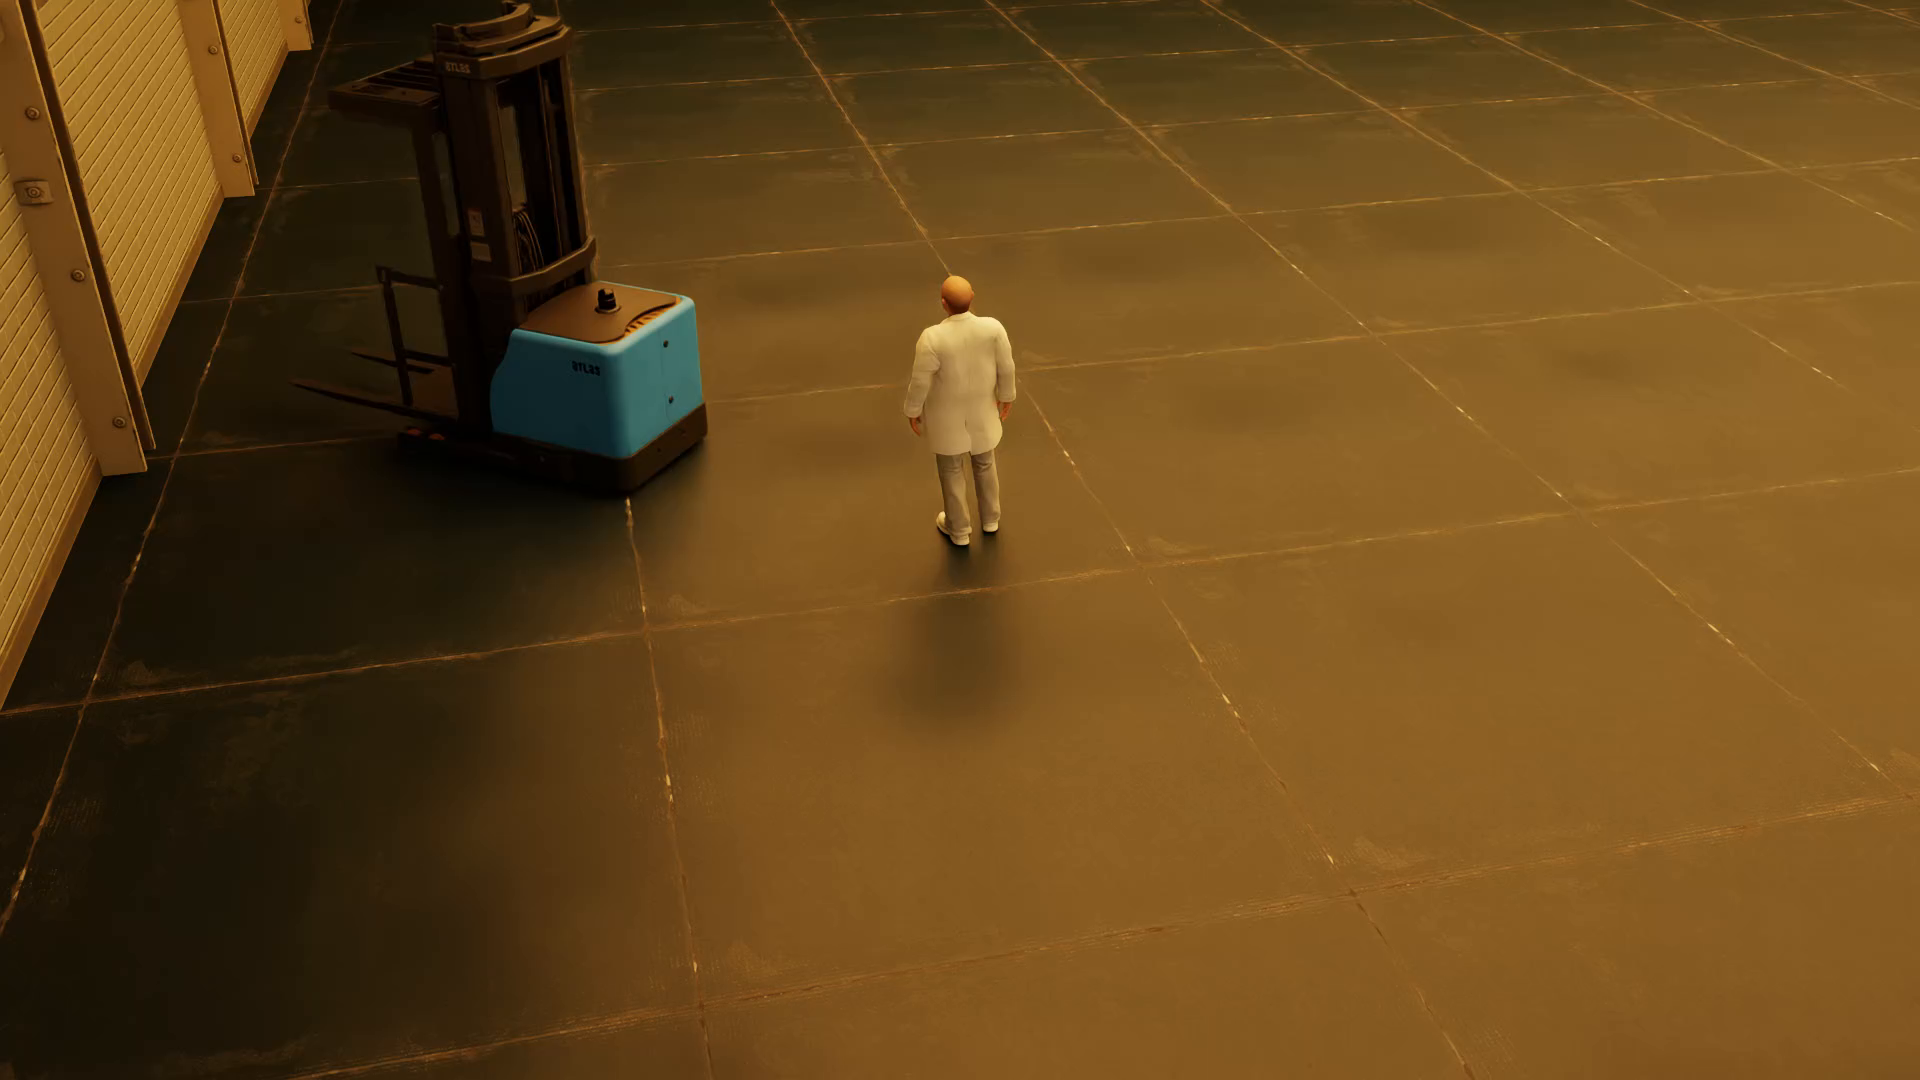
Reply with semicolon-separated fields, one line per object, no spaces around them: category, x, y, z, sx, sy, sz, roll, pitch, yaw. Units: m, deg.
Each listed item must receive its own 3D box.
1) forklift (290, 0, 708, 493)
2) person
forklift;-3.330;-2.059;11.132;3.031;2.935;1.130;13;32;21
person;-0.018;-0.821;10.129;0.698;1.778;0.578;-7;31;-12
